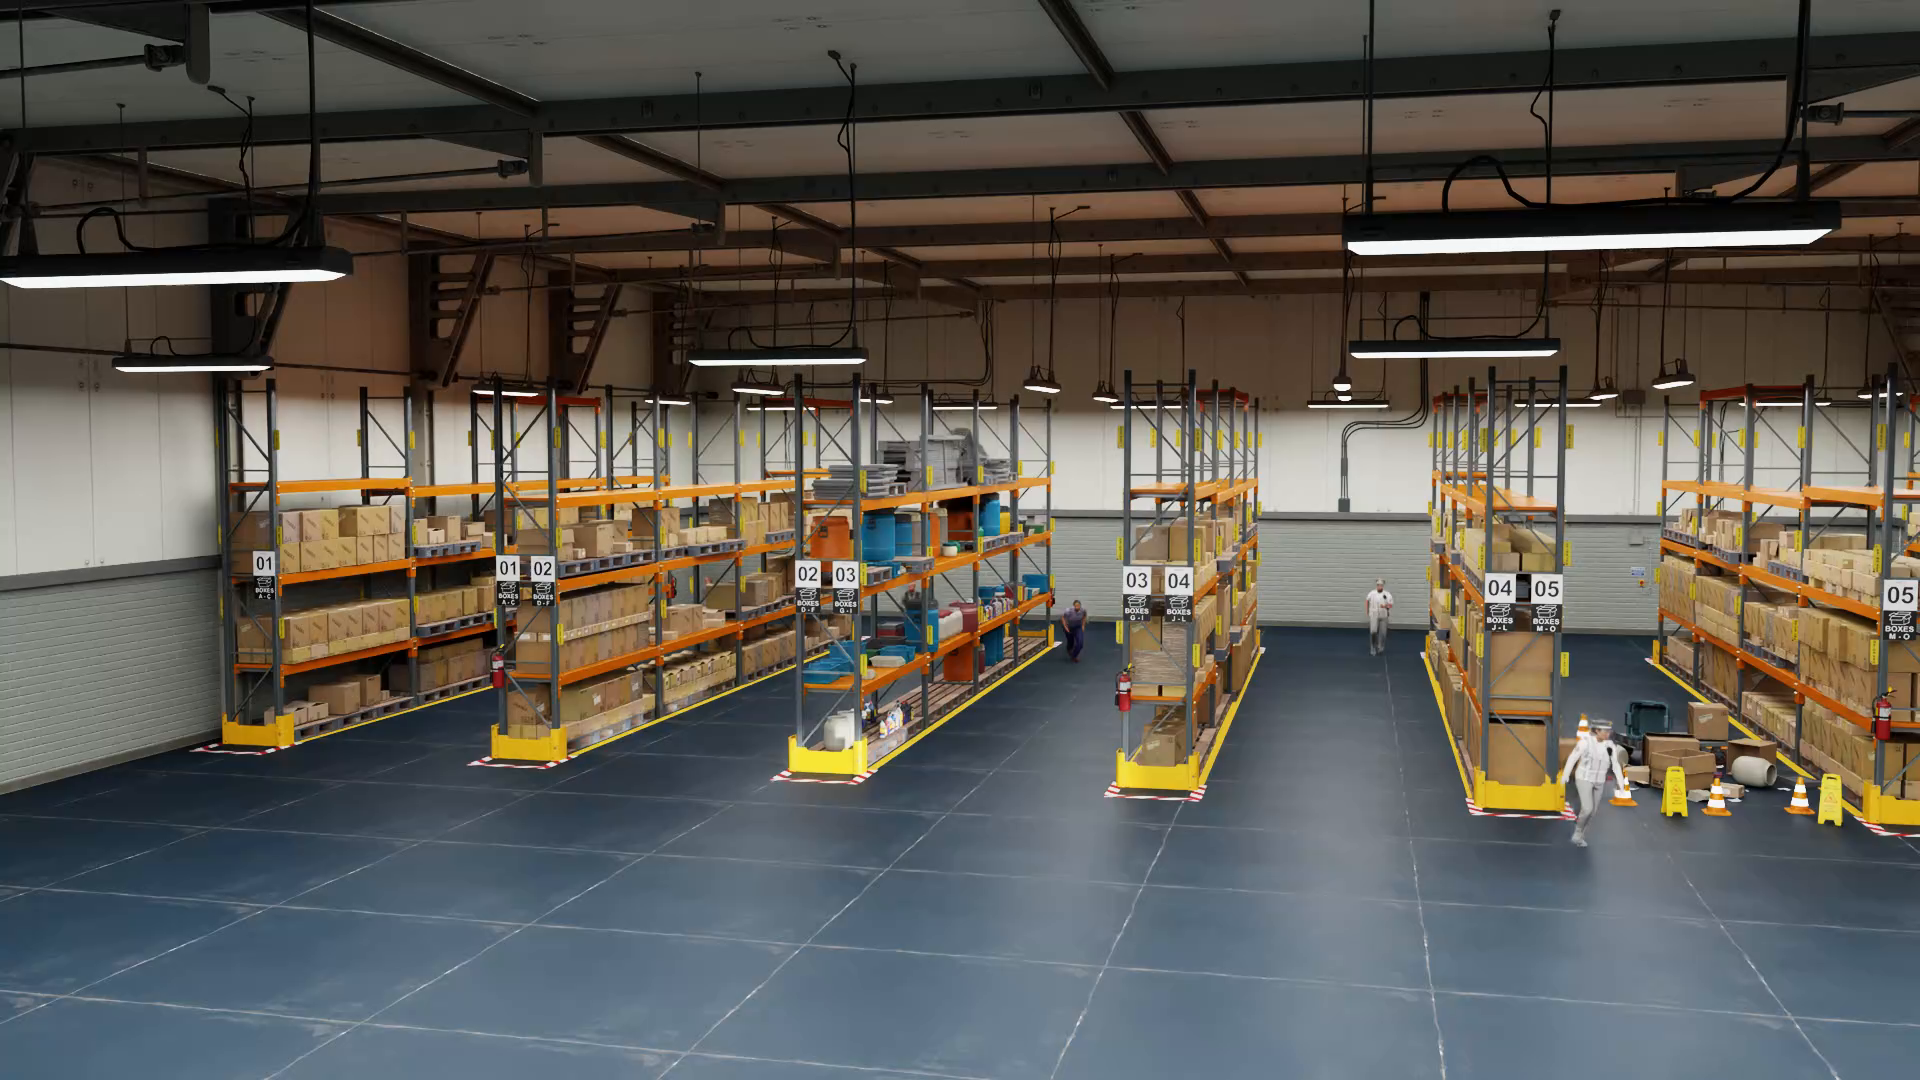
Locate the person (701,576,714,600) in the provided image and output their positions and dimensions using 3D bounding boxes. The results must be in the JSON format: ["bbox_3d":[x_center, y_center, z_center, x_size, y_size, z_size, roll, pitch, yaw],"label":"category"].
[{"bbox_3d":[-6.277,1.683,42.475,0.658,1.568,0.628,0,3,-4],"label":"person"}]

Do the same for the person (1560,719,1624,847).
[{"bbox_3d":[7.751,2.972,20.330,0.586,1.618,0.683,-1,4,-12],"label":"person"}]

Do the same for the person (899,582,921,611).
[{"bbox_3d":[-1.096,1.839,38.482,0.613,1.774,0.833,1,4,20],"label":"person"}]

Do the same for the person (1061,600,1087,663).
[{"bbox_3d":[2.547,2.037,37.628,0.610,1.455,0.969,-1,3,-12],"label":"person"}]

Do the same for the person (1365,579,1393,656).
[{"bbox_3d":[9.755,1.805,38.707,0.629,1.820,0.736,1,4,12],"label":"person"}]
